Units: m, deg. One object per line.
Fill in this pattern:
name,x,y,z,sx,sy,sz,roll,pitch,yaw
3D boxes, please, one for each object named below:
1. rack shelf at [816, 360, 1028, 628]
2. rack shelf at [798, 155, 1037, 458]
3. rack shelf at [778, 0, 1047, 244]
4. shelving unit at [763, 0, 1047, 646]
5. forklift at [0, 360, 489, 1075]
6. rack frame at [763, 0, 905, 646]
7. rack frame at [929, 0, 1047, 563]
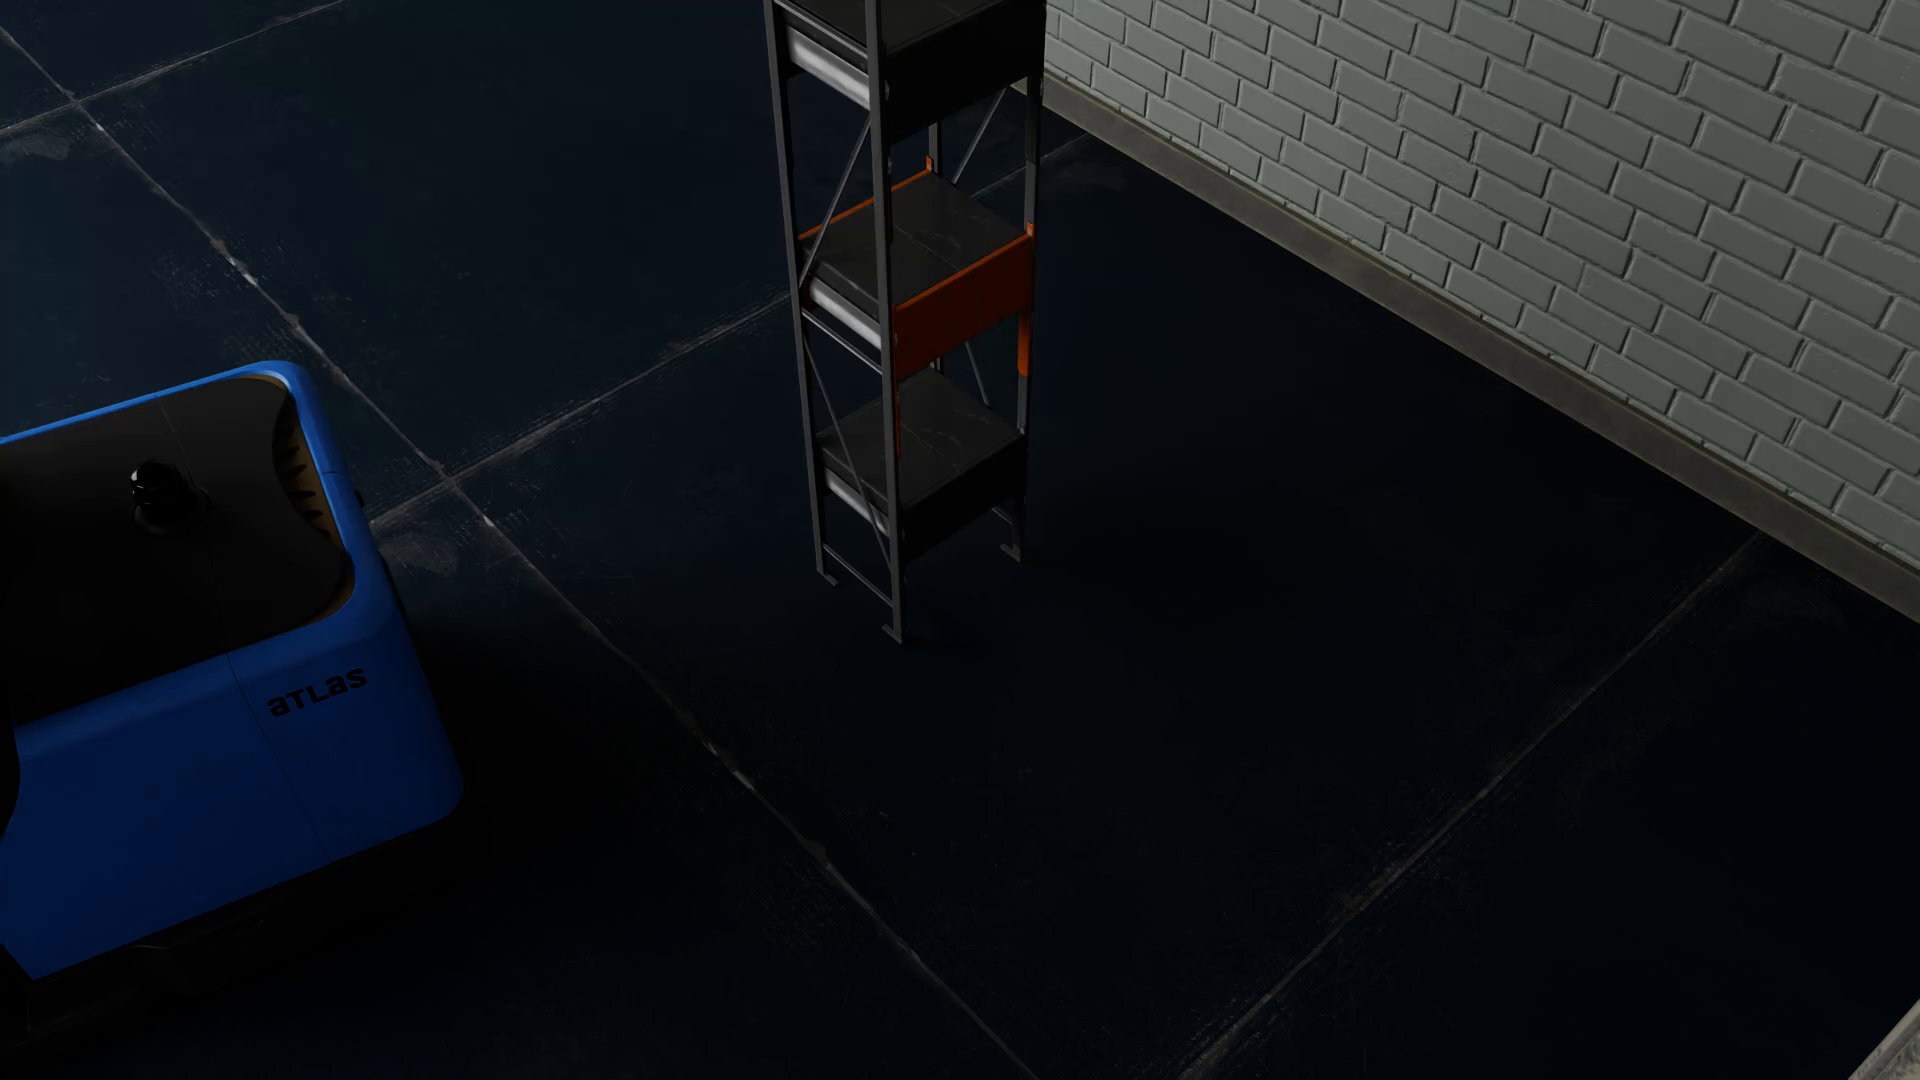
rack shelf,-0.122,-0.146,4.927,0.480,0.518,0.431,-34,56,-27
rack shelf,-0.122,-0.621,4.413,0.480,0.518,0.431,-34,56,-27
rack shelf,-0.122,-1.096,3.898,0.480,0.518,0.431,-34,56,-27
shelving unit,-0.122,-0.630,4.403,0.503,2.100,0.431,-34,56,-27
forklift,-2.799,0.064,3.197,3.031,2.935,1.130,-21,51,-18
rack frame,-0.303,-0.510,4.291,0.015,2.100,0.400,-34,56,-27
rack frame,0.058,-0.751,4.514,0.015,2.100,0.400,-34,56,-27
